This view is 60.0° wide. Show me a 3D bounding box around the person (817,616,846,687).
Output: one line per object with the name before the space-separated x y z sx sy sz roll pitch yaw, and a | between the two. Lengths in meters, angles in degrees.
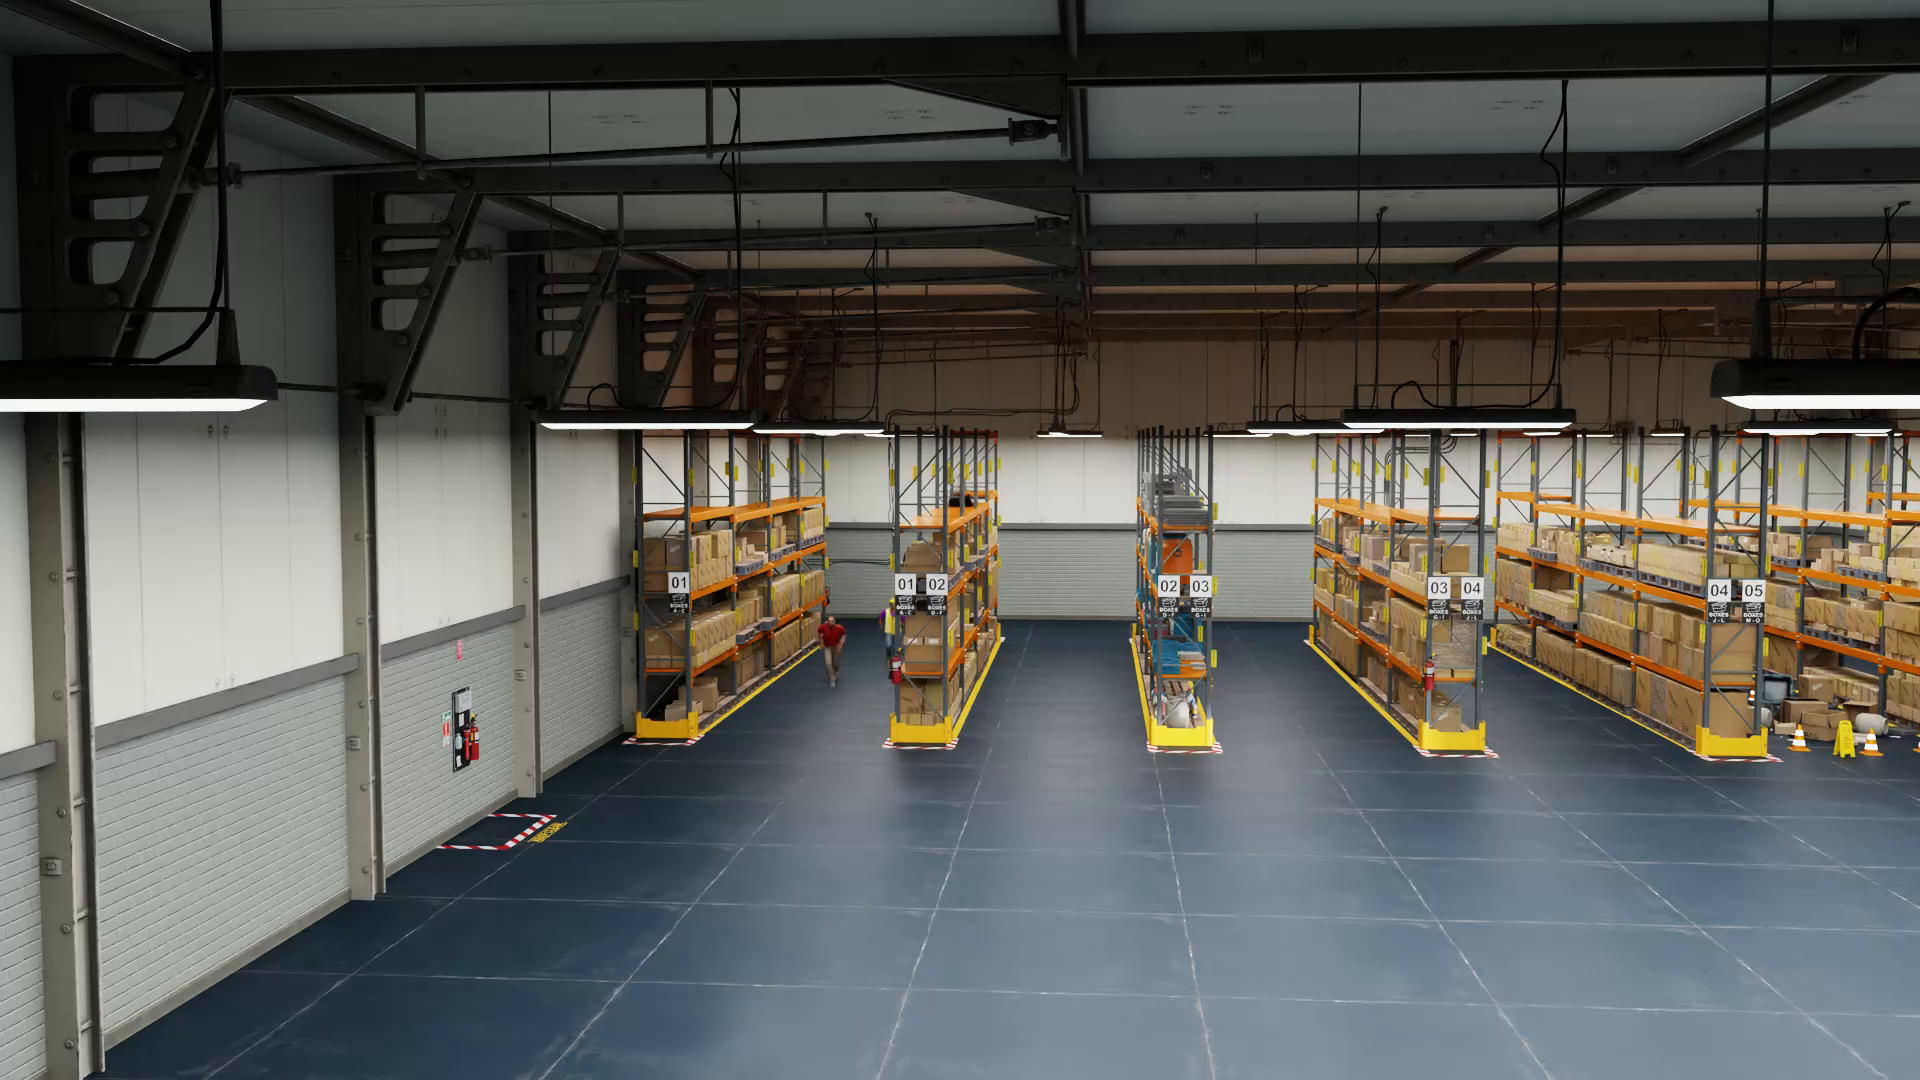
person | -3.006 2.631 38.958 0.643 1.596 0.941 0 3 5

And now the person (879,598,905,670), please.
person | -1.682 2.346 41.578 0.686 1.788 0.721 0 3 -2
